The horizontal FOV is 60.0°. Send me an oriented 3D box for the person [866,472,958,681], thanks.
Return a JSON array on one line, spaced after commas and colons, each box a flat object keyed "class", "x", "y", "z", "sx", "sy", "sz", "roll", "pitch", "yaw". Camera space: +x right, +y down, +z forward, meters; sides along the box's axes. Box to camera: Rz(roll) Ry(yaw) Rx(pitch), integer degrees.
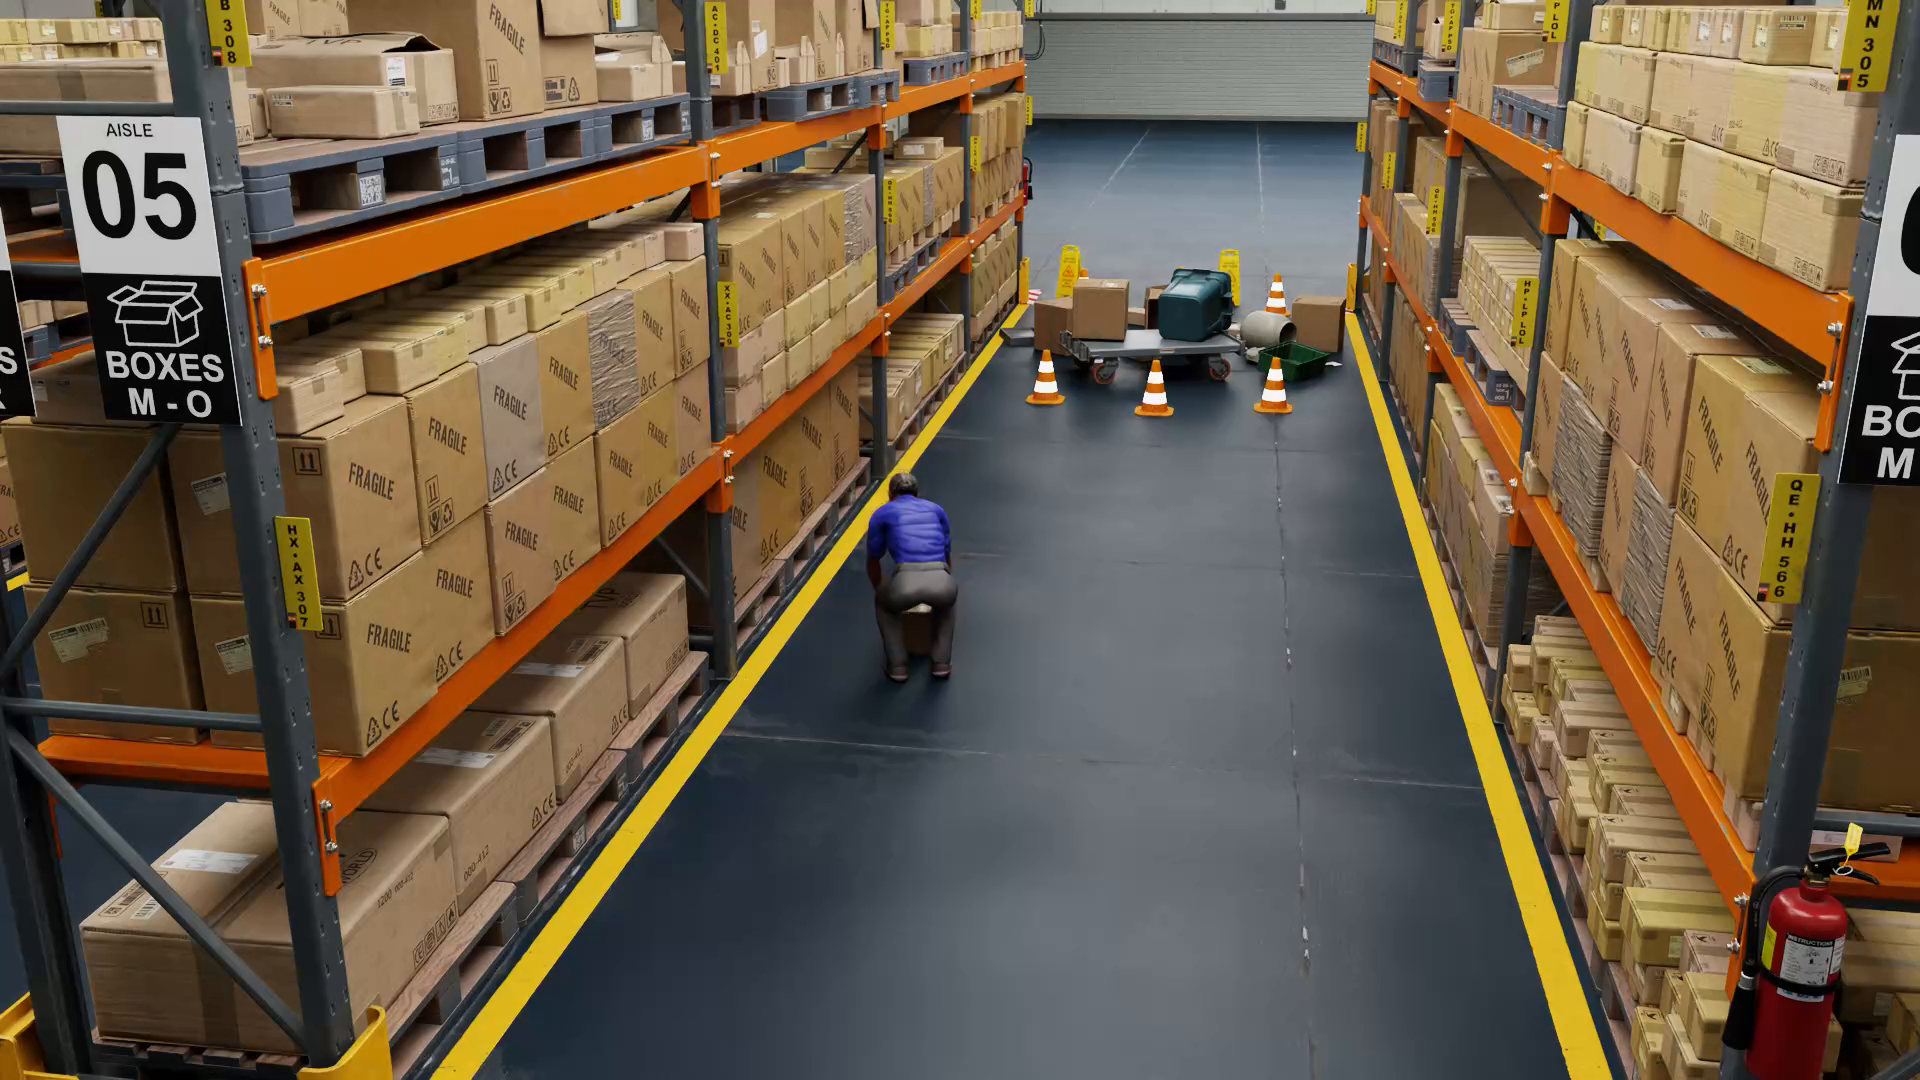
[{"class": "person", "x": -0.255, "y": 0.211, "z": 8.946, "sx": 0.482, "sy": 1.026, "sz": 0.766, "roll": -1, "pitch": 18, "yaw": -4}]
